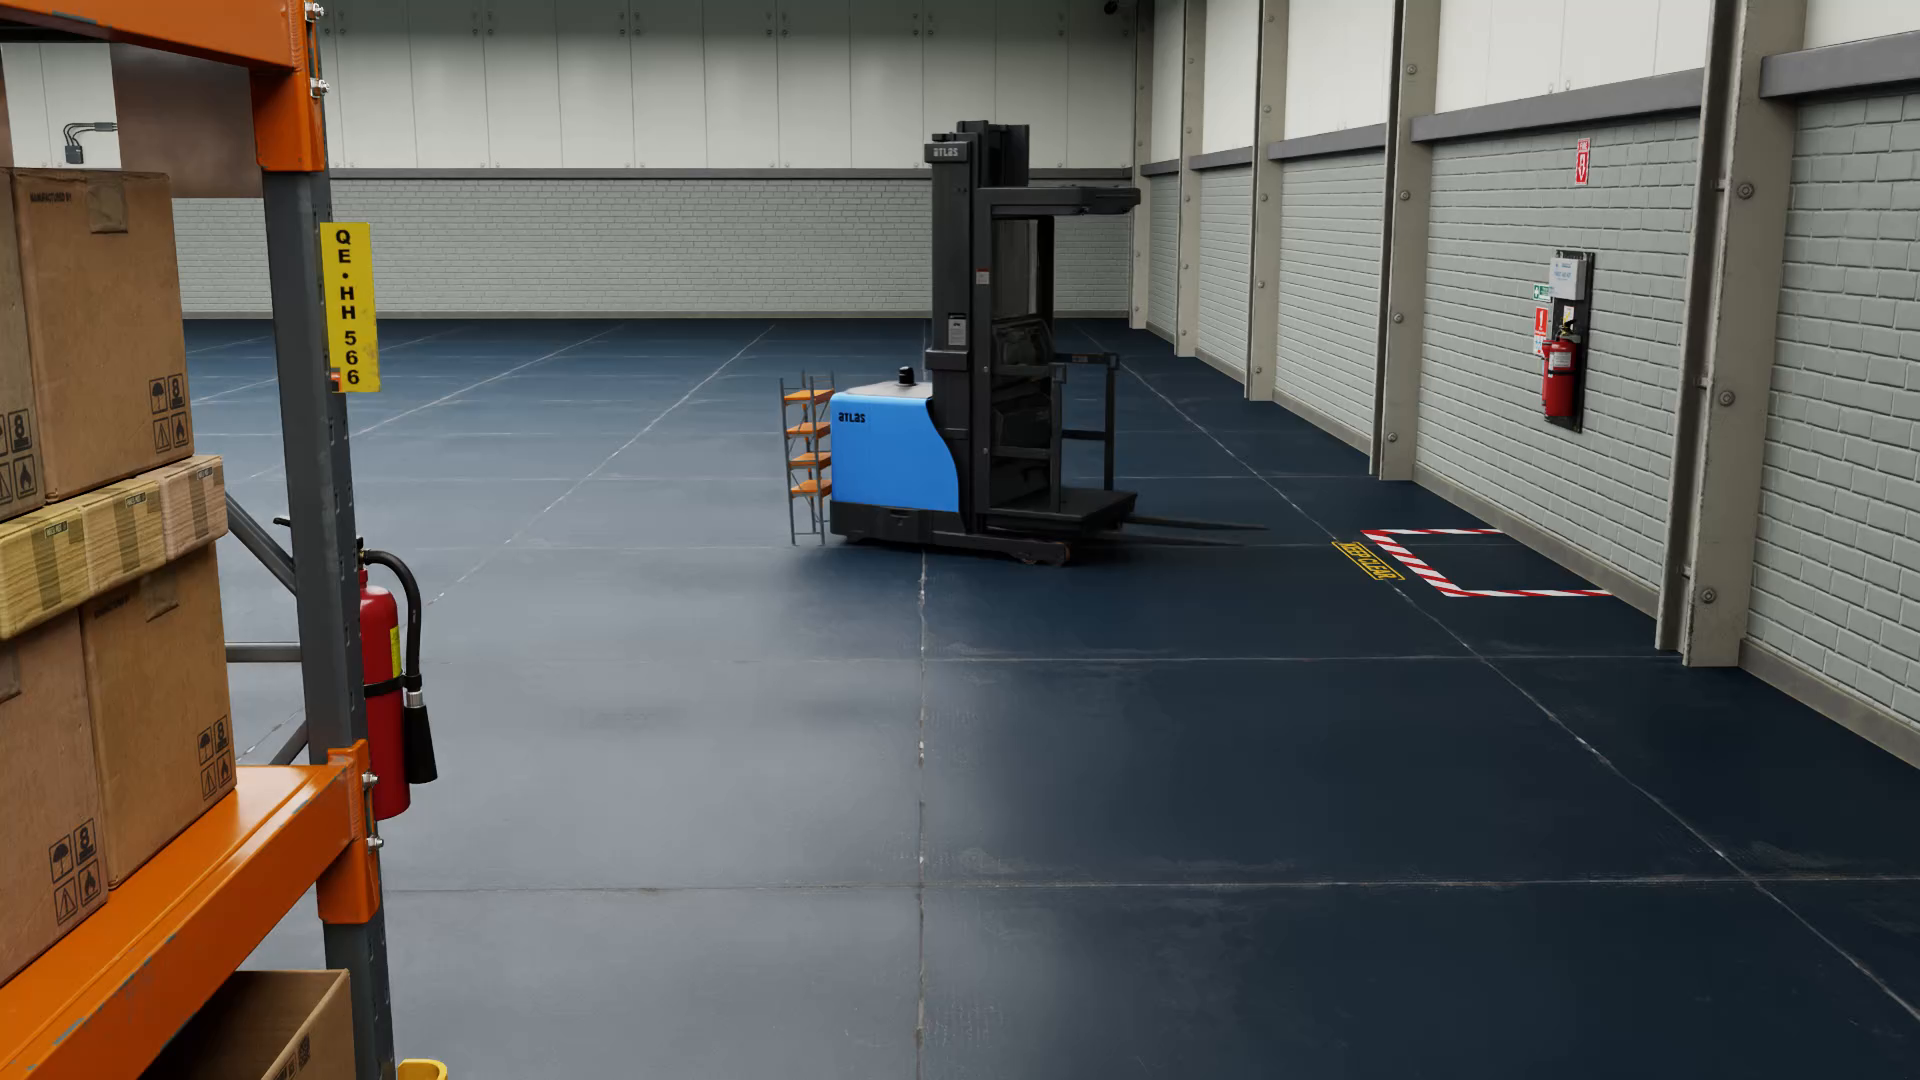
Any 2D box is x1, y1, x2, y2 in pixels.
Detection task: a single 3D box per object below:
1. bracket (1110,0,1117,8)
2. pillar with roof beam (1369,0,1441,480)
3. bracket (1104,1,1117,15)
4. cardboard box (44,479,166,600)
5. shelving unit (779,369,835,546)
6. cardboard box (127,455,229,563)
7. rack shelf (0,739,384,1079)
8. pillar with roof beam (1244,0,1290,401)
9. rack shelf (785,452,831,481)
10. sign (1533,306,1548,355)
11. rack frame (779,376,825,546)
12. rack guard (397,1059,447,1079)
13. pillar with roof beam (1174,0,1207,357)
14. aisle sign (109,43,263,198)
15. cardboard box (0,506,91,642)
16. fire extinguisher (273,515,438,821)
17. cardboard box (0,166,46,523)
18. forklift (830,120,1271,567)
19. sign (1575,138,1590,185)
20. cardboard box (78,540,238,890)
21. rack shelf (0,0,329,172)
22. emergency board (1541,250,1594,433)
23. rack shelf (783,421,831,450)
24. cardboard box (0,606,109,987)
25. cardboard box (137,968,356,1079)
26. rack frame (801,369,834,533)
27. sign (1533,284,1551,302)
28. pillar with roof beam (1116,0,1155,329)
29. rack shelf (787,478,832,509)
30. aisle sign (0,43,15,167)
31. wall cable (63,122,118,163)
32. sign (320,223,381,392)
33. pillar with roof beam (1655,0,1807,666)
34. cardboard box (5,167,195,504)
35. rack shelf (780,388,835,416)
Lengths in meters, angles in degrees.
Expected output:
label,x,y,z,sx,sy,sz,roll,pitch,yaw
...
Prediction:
label,x,y,z,sx,sy,sz,roll,pitch,yaw
bracket,3.087,-10.753,33.376,0.076,0.066,3.189,0,11,-1
pillar with roof beam,-0.445,-4.958,13.867,9.100,9.000,0.400,0,11,-1
bracket,3.075,-10.870,33.955,0.235,0.232,0.430,0,11,-1
cardboard box,-1.519,-0.005,2.656,0.380,0.149,0.250,0,11,0
shelving unit,-1.059,-0.598,11.951,0.258,1.200,0.503,-1,11,13
cardboard box,-1.526,-0.057,2.912,0.380,0.149,0.250,0,11,-2
rack shelf,-1.683,0.985,1.469,1.077,0.370,4.000,0,11,-1
pillar with roof beam,-0.569,-6.151,19.746,9.100,9.000,0.400,0,11,-1
rack shelf,-1.055,-0.532,11.964,0.258,0.148,0.480,-1,11,13
sign,4.062,-1.463,11.634,0.001,0.329,0.234,0,11,-1
rack frame,-1.112,-0.550,11.718,0.240,1.200,0.015,-1,11,13
rack guard,-1.725,1.455,3.629,1.175,0.500,0.348,0,11,-1
pillar with roof beam,-0.693,-7.344,25.625,9.100,9.000,0.400,0,11,-1
aisle sign,-1.432,-1.053,3.169,0.394,0.787,0.004,0,11,-1
cardboard box,-1.514,0.046,2.405,0.380,0.149,0.250,0,11,-2
fire extinguisher,-1.263,0.247,3.490,0.296,0.674,0.183,0,11,-1
cardboard box,-1.710,-0.242,2.193,0.700,0.500,0.500,-1,11,-3
forklift,0.620,-1.376,11.471,3.031,2.935,1.130,6,13,25
sign,4.070,-2.473,10.873,0.001,0.298,0.199,0,11,-1
cardboard box,-1.728,0.279,2.889,0.700,0.500,0.500,0,11,-1
rack shelf,-1.683,-0.485,1.171,1.077,0.370,4.000,0,11,-1
emergency board,3.970,-1.335,11.094,0.194,1.169,0.643,0,11,-1
rack shelf,-1.068,-0.751,11.922,0.258,0.148,0.480,-1,11,13
cardboard box,-1.712,0.383,2.375,0.700,0.500,0.500,0,11,0
cardboard box,-1.416,1.114,2.995,0.500,0.500,0.500,0,11,-1
rack frame,-1.006,-0.645,12.185,0.240,1.200,0.015,-1,11,13
sign,4.053,-1.721,11.577,0.001,0.109,0.331,0,11,-1
pillar with roof beam,-0.817,-8.537,31.504,9.100,9.000,0.548,0,11,-1
rack shelf,-1.044,-0.337,12.001,0.258,0.148,0.480,-1,11,13
aisle sign,-2.032,-1.051,3.157,0.394,0.787,0.004,0,11,-1
wall cable,-17.253,-10.718,33.705,2.305,6.003,0.169,0,11,-1
sign,-1.182,-0.448,3.216,0.100,0.325,0.005,0,11,-1
pillar with roof beam,-0.321,-3.766,7.988,9.100,9.000,0.400,0,11,-1
cardboard box,-1.727,-0.347,2.709,0.700,0.500,0.500,0,11,-1
rack shelf,-1.081,-0.983,11.878,0.258,0.148,0.480,-1,11,13
